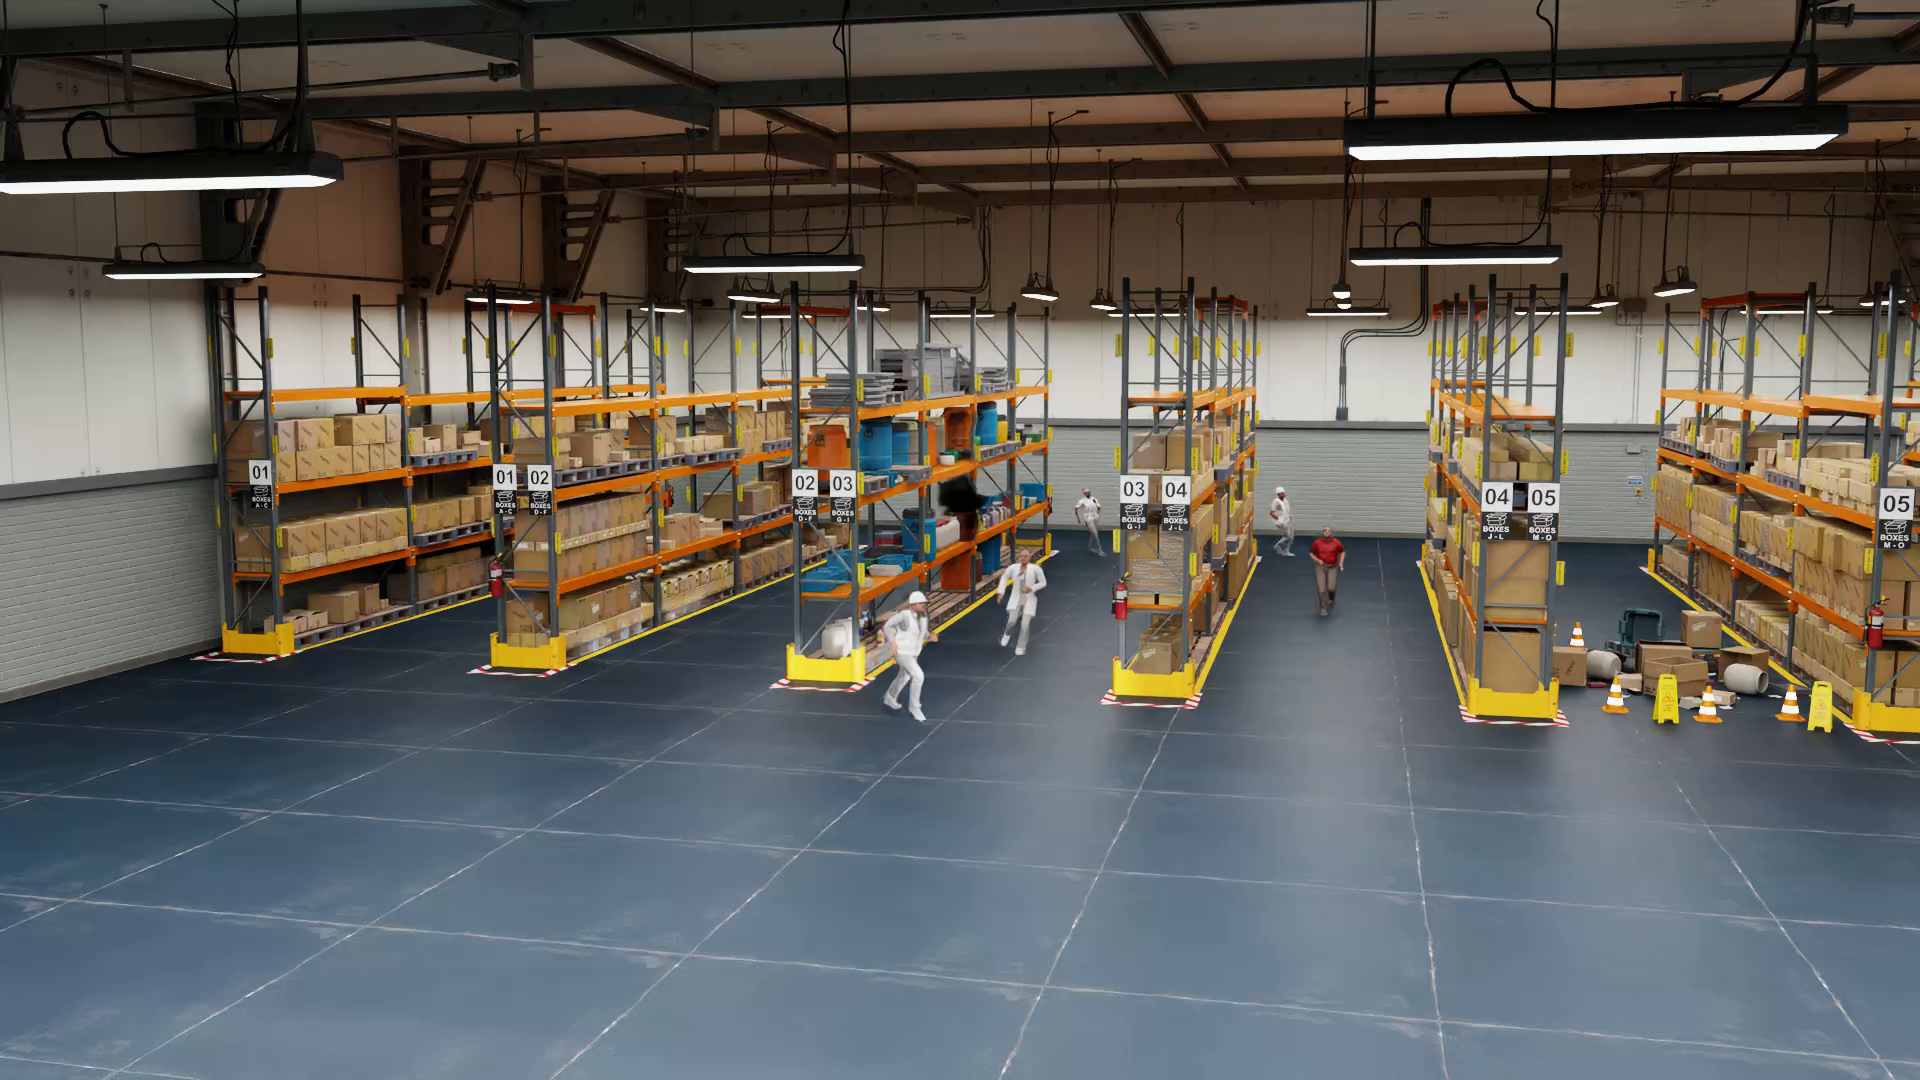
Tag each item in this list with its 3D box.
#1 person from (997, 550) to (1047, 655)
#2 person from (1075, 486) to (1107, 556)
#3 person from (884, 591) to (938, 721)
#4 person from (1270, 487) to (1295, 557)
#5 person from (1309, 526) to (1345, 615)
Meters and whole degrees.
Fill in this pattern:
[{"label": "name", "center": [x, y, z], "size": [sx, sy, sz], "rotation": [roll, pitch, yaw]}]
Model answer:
[{"label": "person", "center": [1.020, 1.022, 27.385], "size": [0.819, 1.735, 0.554], "rotation": [0, 7, 3]}, {"label": "person", "center": [3.208, -0.469, 40.313], "size": [0.619, 1.656, 0.891], "rotation": [-4, 8, -30]}, {"label": "person", "center": [-0.735, 1.556, 22.685], "size": [0.920, 1.764, 0.675], "rotation": [5, 8, 39]}, {"label": "person", "center": [7.748, -0.432, 39.956], "size": [0.521, 1.715, 0.740], "rotation": [5, 8, 35]}, {"label": "person", "center": [6.907, 0.577, 31.314], "size": [0.659, 1.686, 0.592], "rotation": [1, 7, 12]}]
